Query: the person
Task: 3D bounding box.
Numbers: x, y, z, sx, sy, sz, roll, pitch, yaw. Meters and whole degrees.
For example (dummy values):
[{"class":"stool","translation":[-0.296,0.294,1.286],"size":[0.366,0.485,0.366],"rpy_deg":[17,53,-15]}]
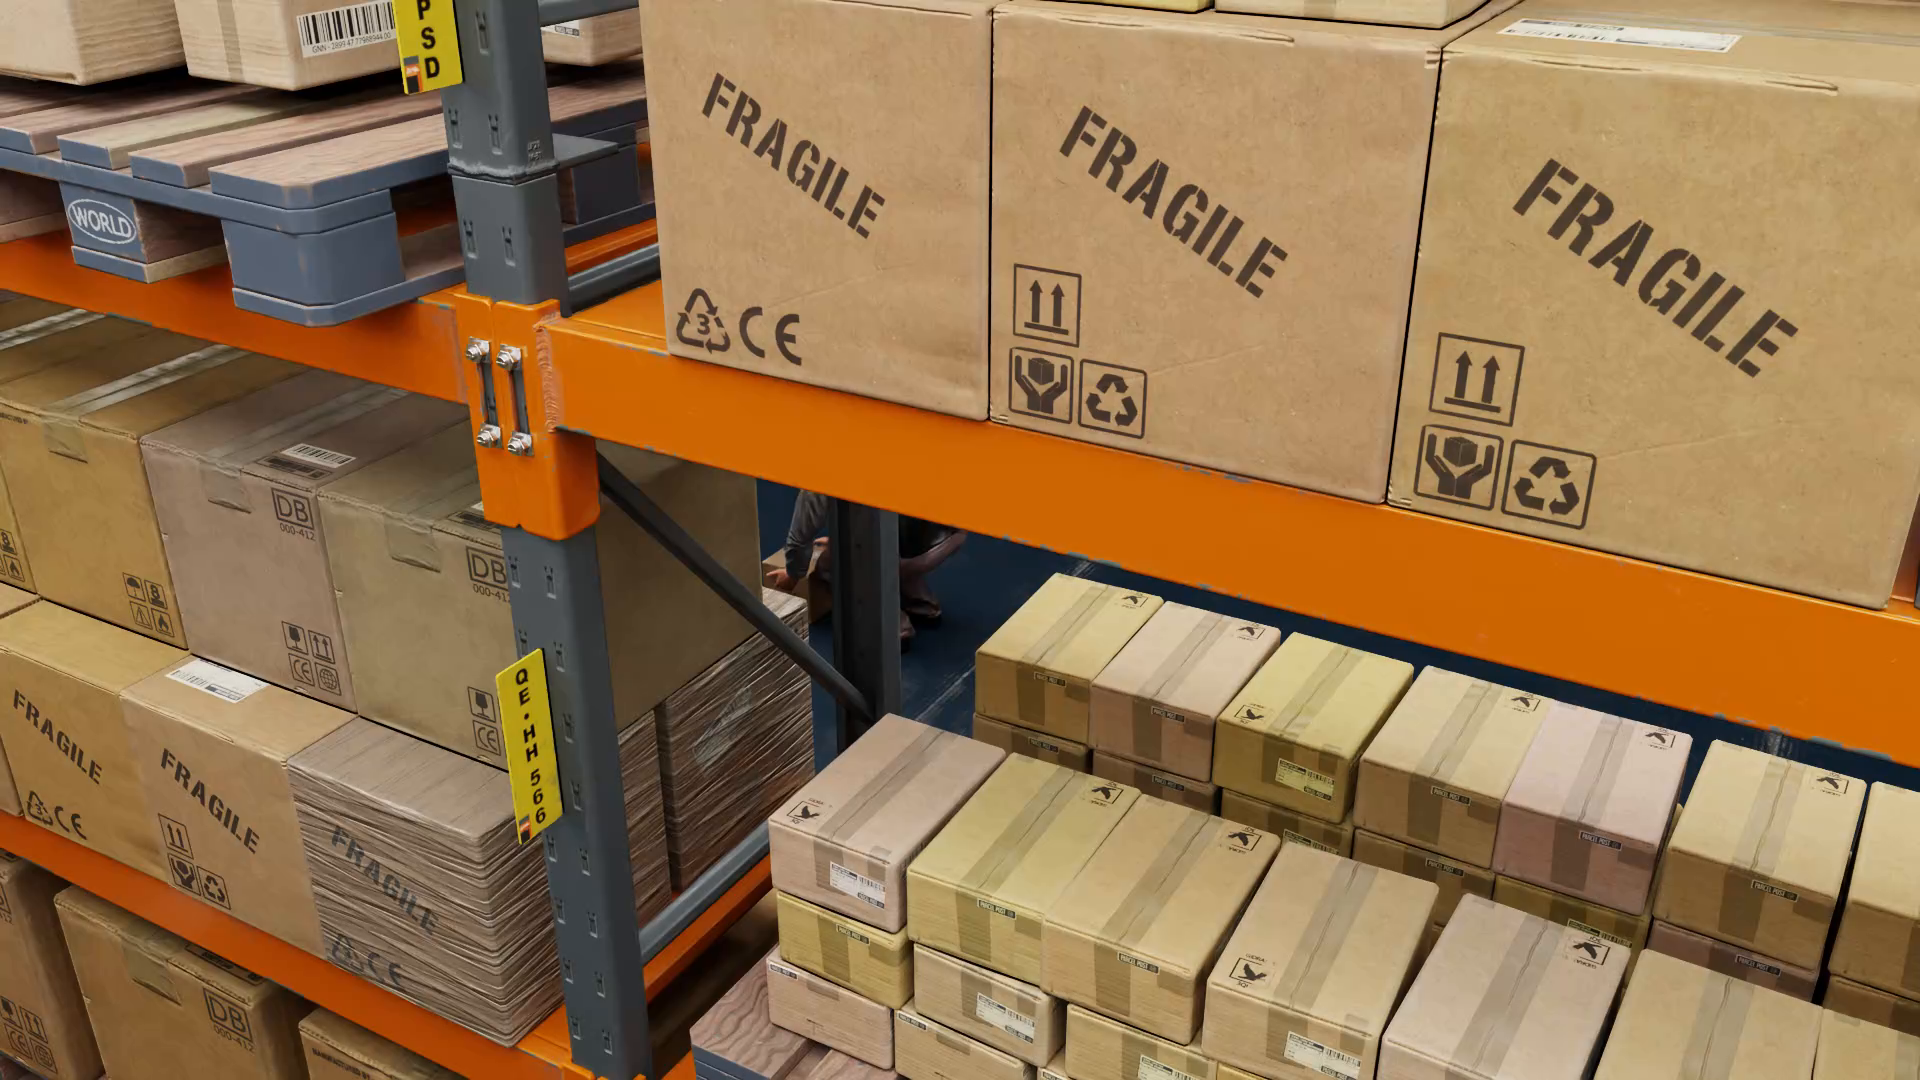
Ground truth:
[{"class":"person","translation":[-0.395,-0.035,7.086],"size":[0.865,0.951,0.547],"rpy_deg":[14,30,26]}]
